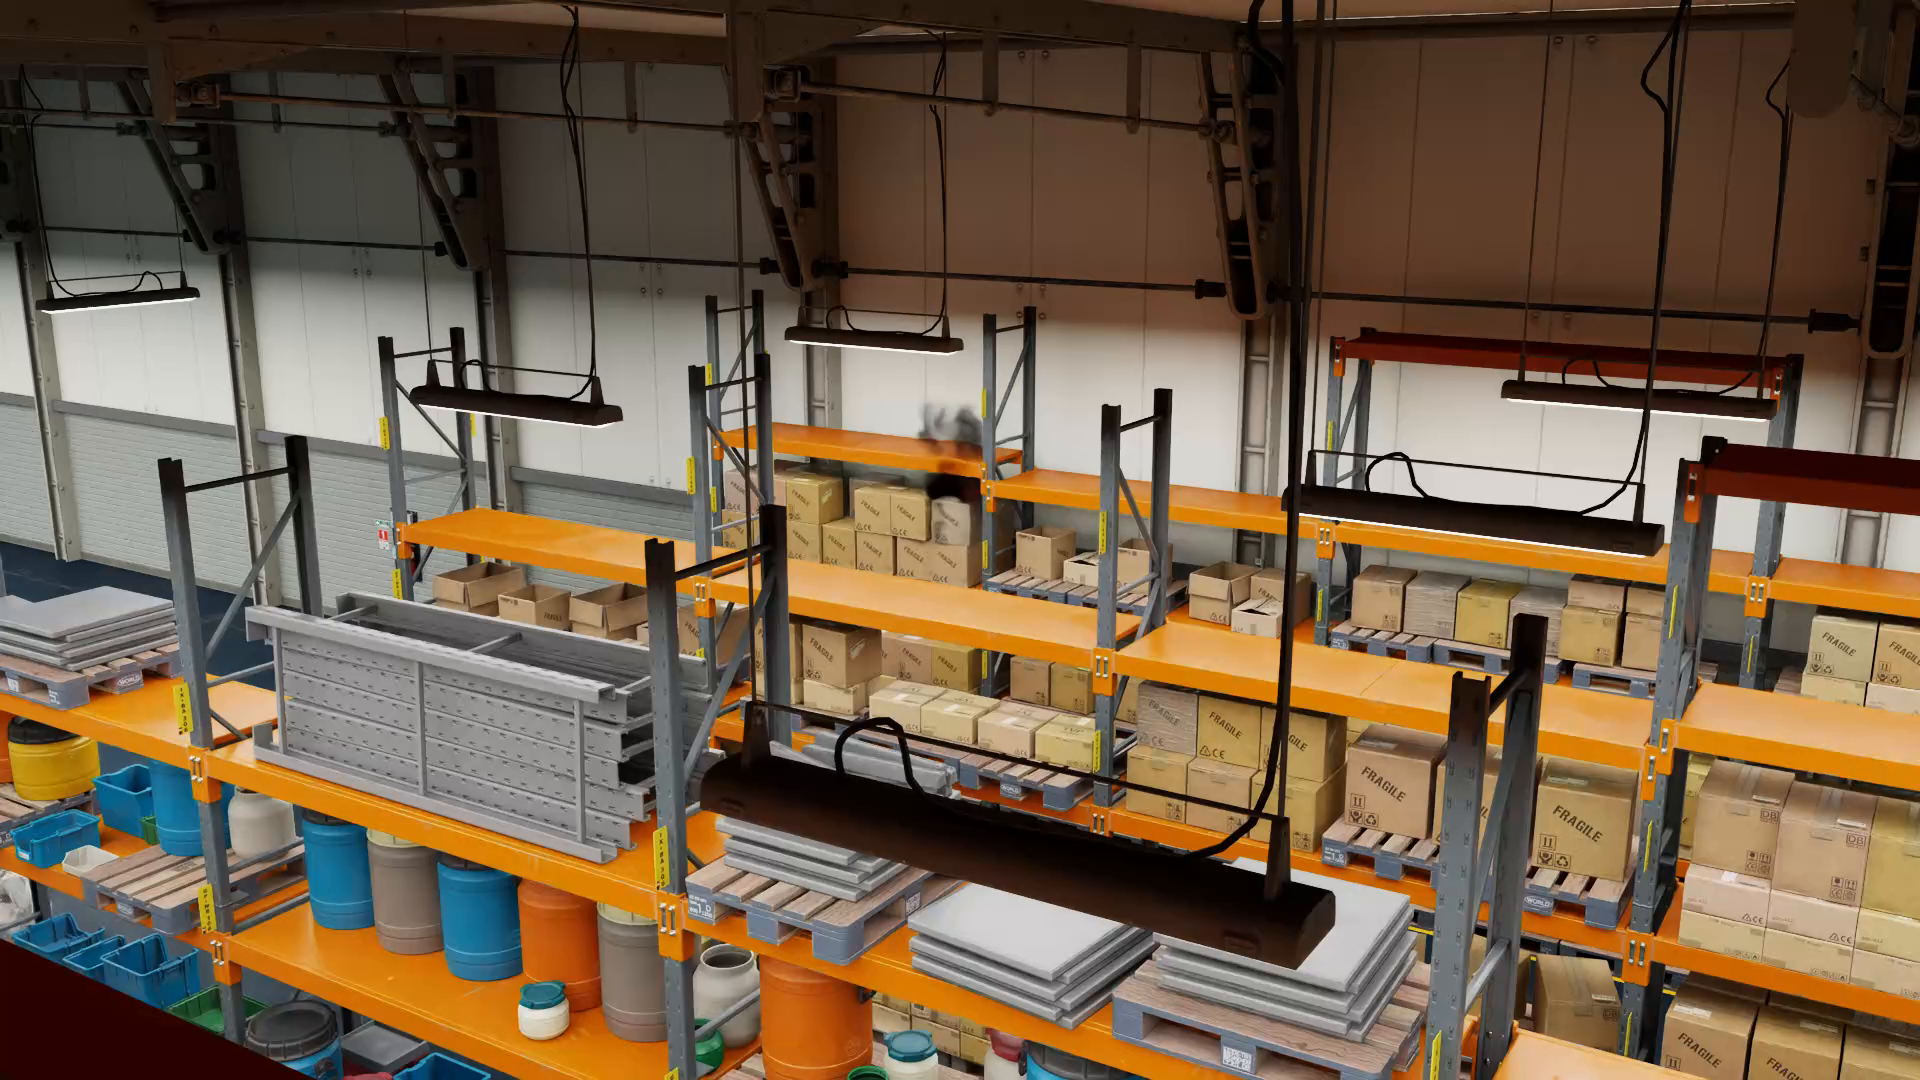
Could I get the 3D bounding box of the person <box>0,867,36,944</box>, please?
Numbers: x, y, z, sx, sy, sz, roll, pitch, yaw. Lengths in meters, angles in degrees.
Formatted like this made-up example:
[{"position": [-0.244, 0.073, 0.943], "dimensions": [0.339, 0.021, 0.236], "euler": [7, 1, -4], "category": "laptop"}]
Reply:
[{"position": [-8.631, 3.516, 15.216], "dimensions": [0.927, 1.742, 0.686], "euler": [-3, 14, -11], "category": "person"}]
